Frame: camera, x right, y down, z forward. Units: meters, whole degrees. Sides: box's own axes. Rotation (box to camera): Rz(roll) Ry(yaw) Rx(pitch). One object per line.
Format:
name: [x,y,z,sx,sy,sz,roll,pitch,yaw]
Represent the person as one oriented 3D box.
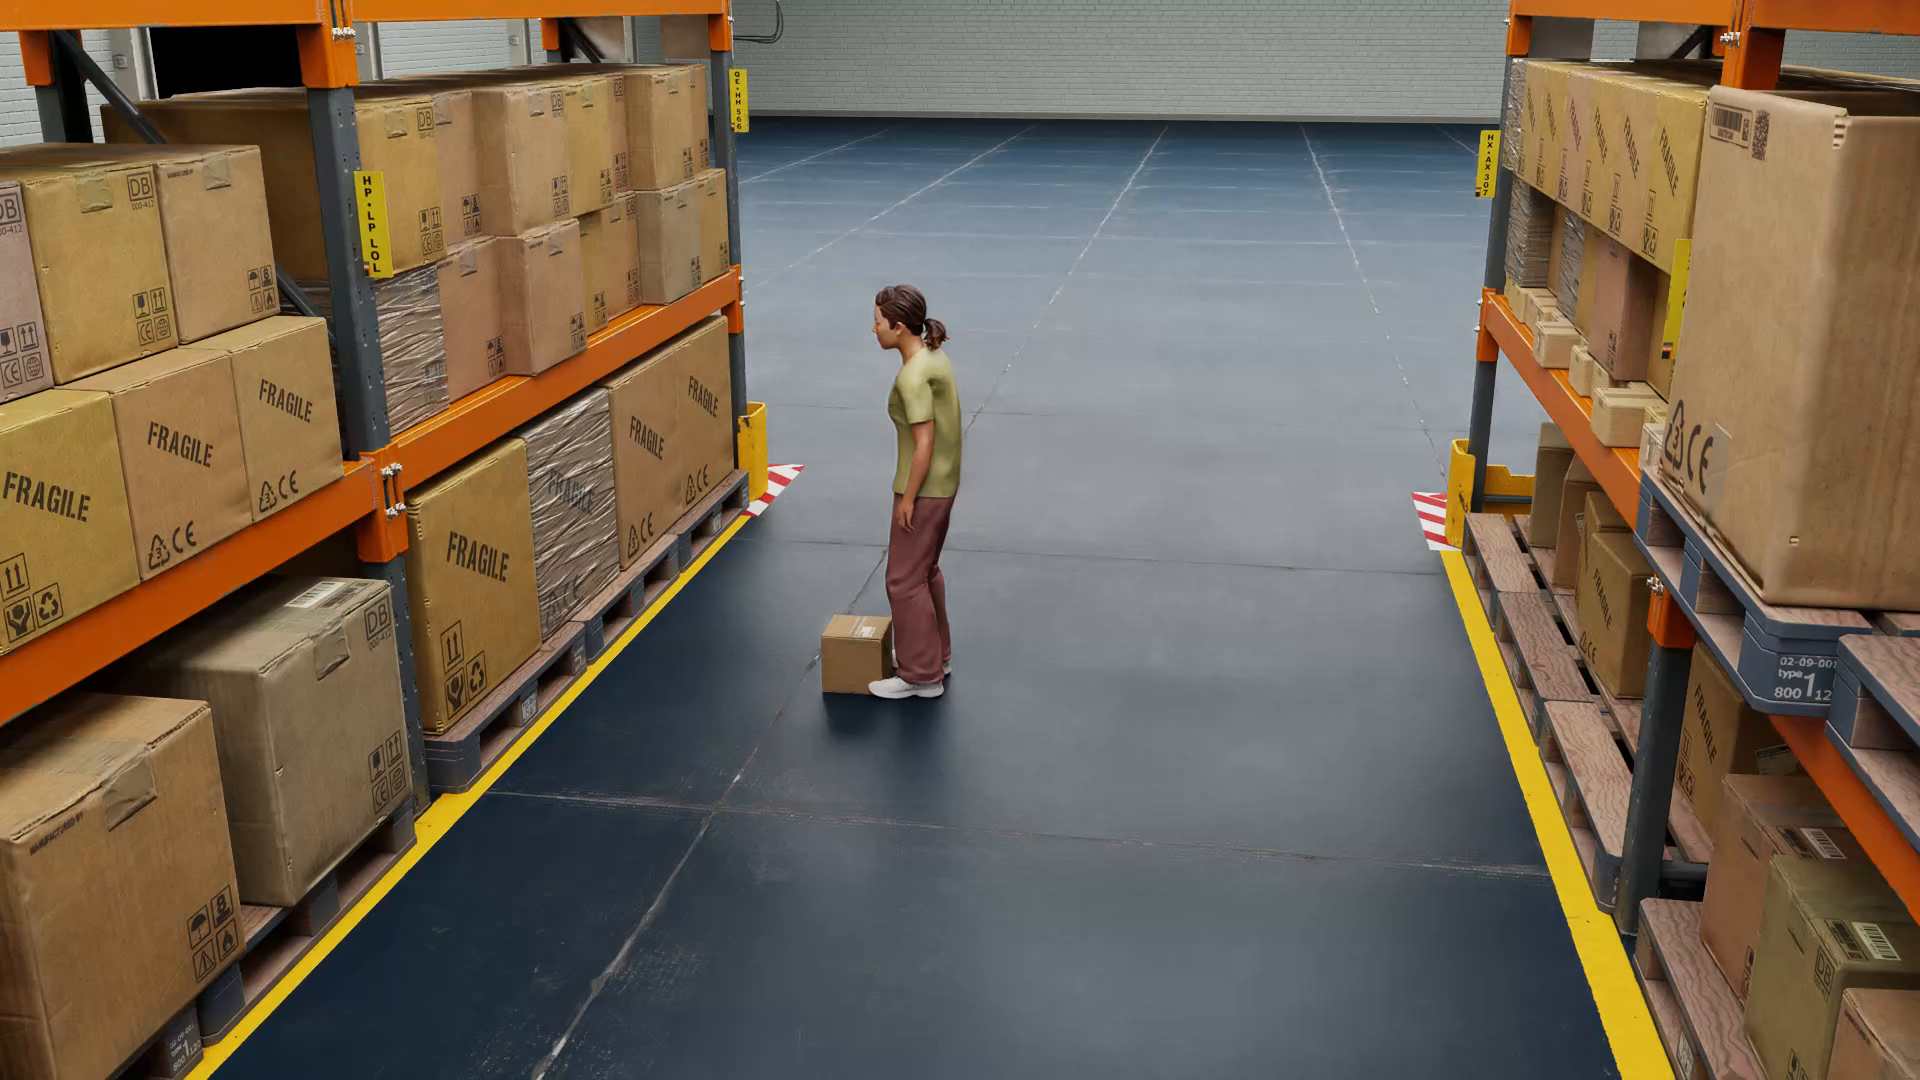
person: [-0.178,-0.186,6.654,0.363,1.659,0.496,2,18,8]
